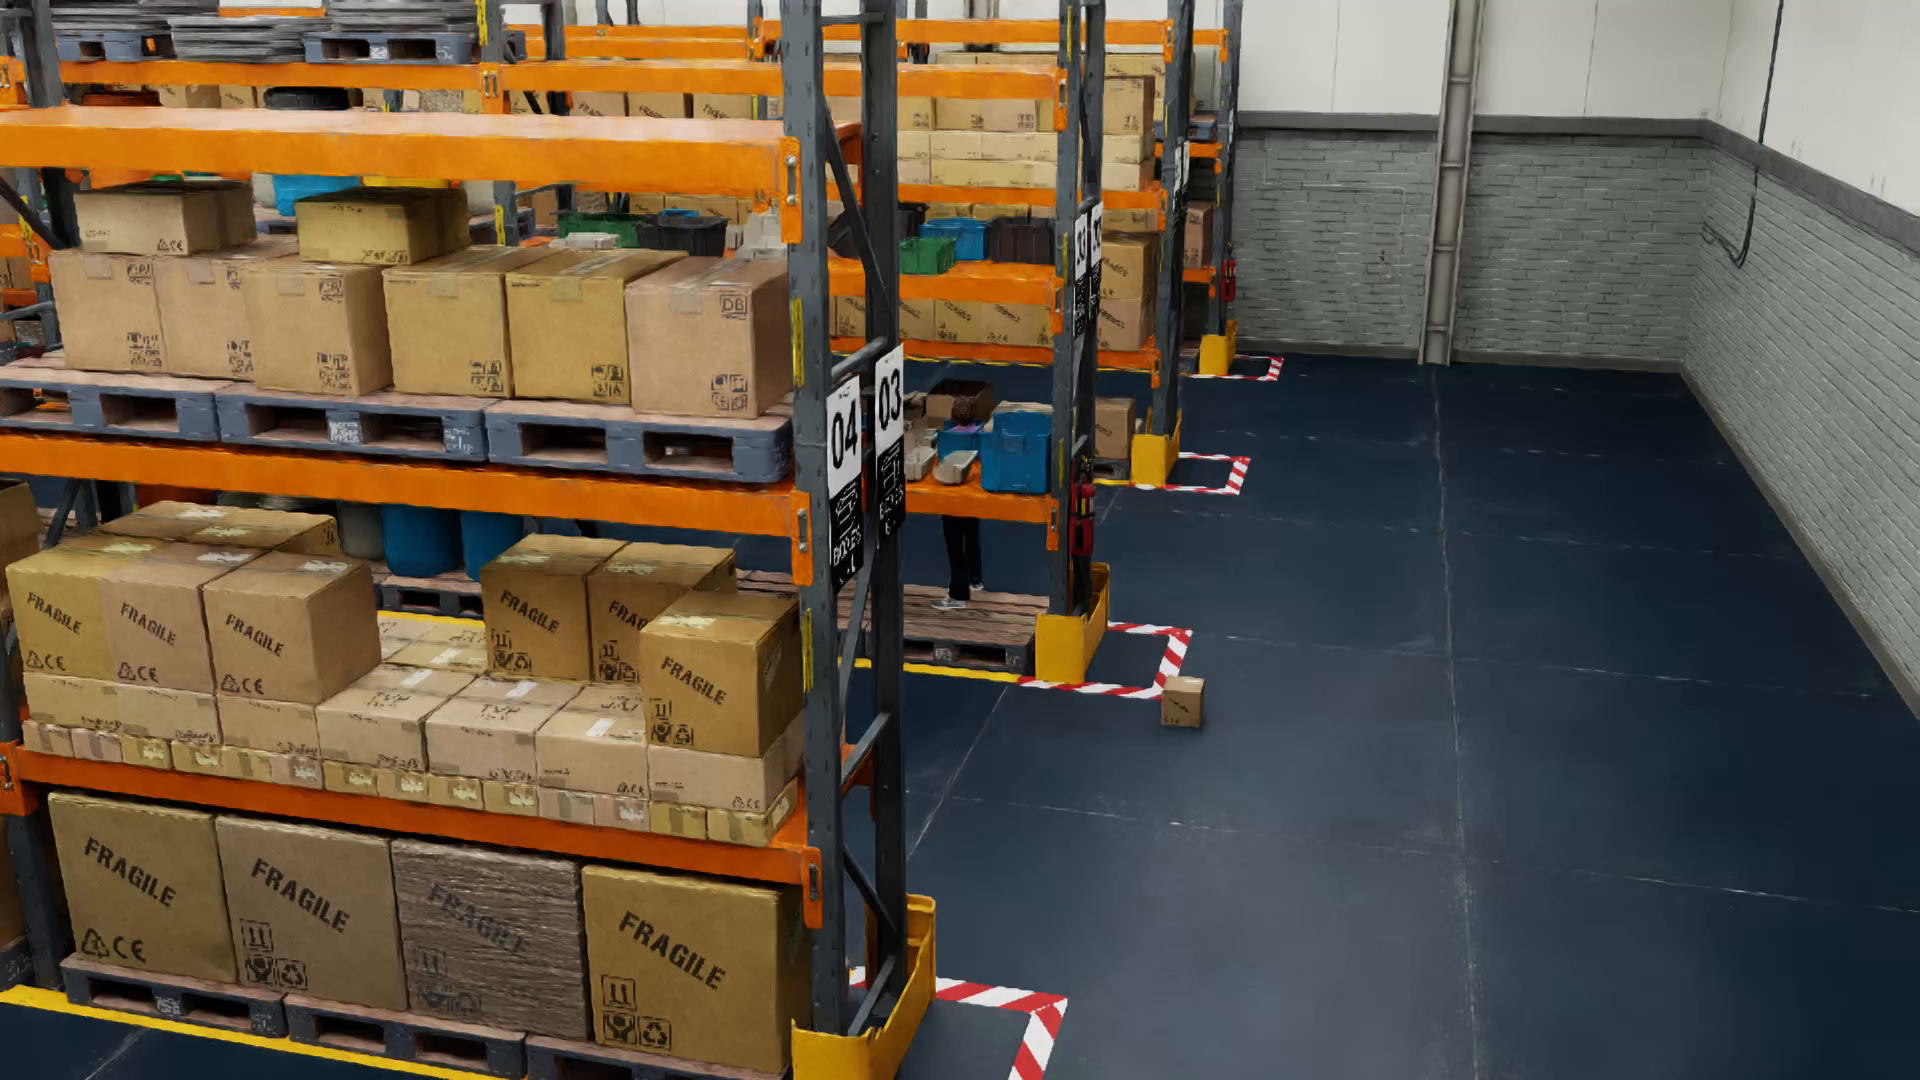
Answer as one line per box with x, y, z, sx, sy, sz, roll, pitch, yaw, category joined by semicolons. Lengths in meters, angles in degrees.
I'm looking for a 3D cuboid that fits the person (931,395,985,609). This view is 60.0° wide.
-0.013;-0.301;12.381;0.575;1.576;0.514;-11;22;-31;person
